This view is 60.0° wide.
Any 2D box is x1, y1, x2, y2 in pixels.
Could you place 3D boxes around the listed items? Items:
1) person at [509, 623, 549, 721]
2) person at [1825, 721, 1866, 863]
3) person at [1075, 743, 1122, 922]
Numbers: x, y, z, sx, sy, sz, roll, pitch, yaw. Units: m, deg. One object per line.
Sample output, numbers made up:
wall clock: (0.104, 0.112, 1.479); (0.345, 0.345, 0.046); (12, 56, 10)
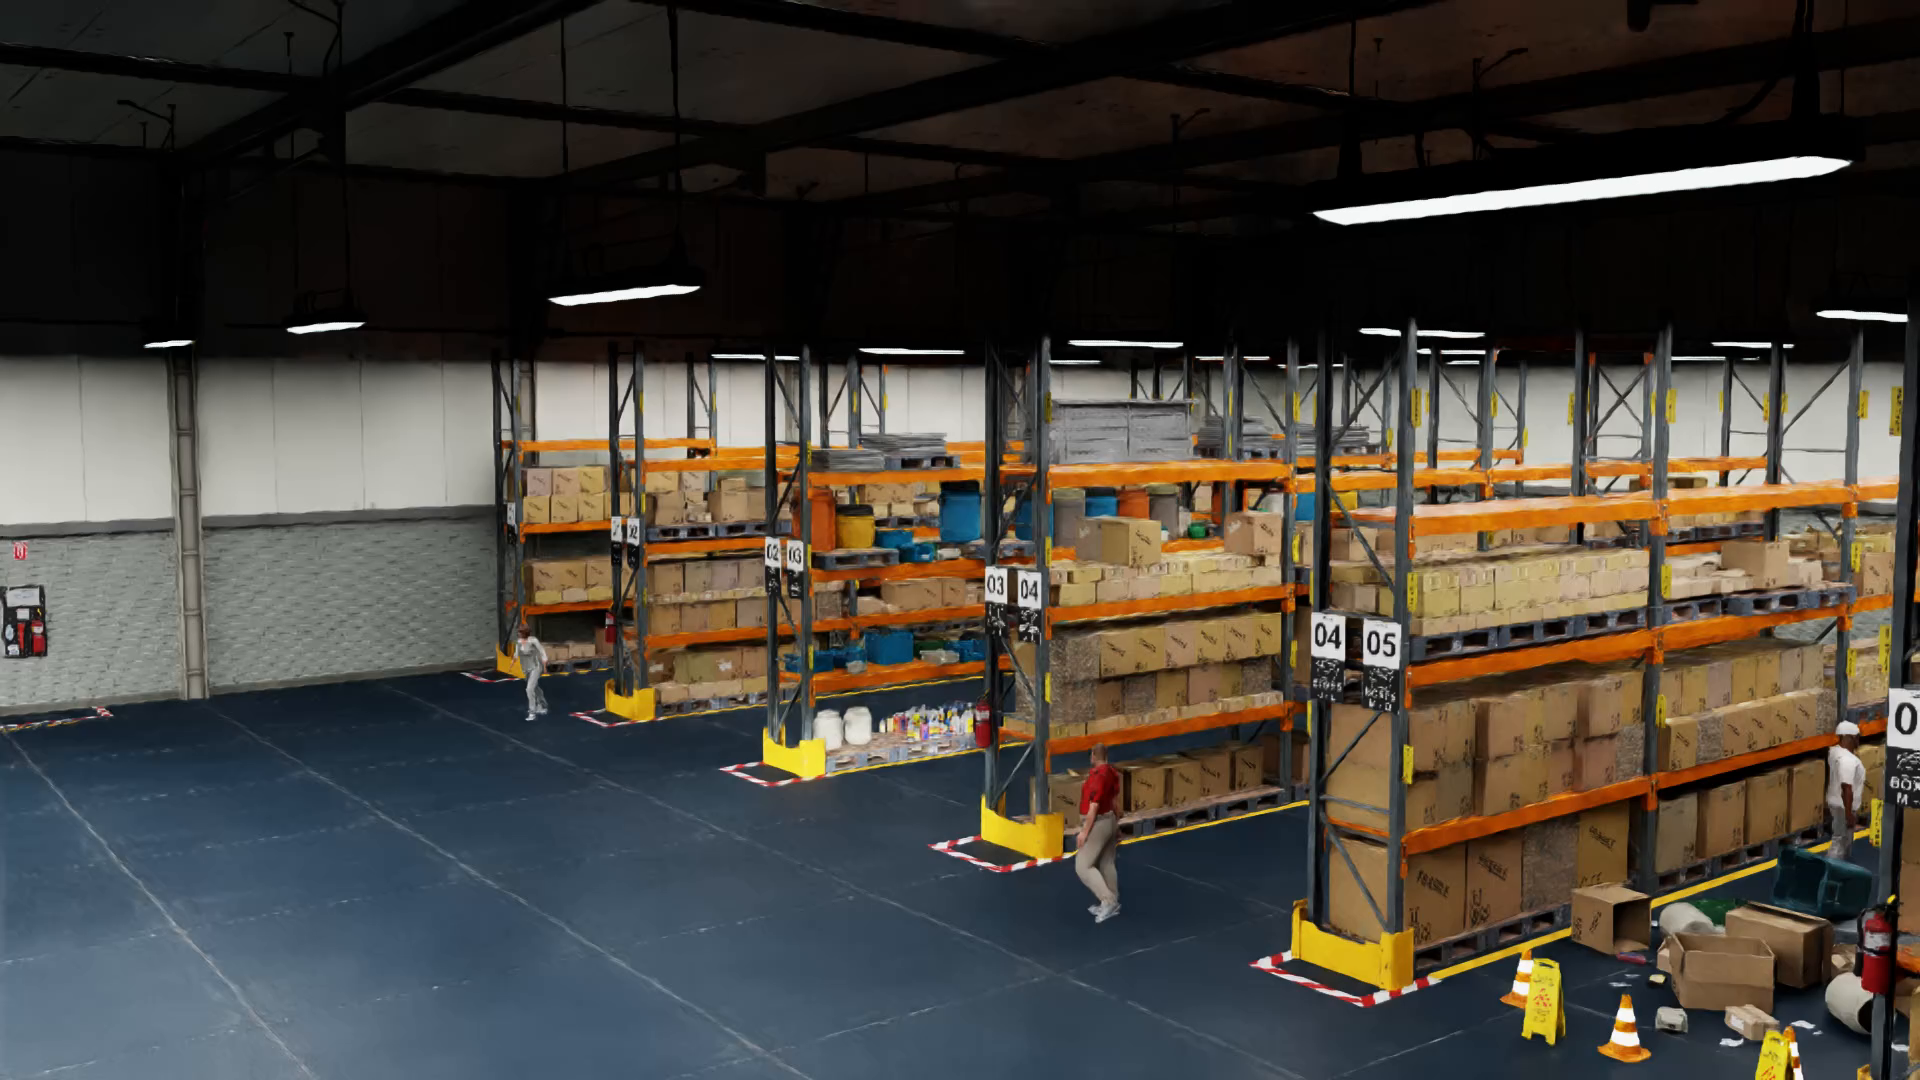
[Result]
person: (-6.804, 2.067, 26.482); (0.569, 1.530, 0.774); (3, 6, 35)
person: (9.215, 2.754, 17.229); (0.452, 1.768, 0.632); (2, 5, 22)
person: (1.395, 2.865, 16.342); (0.503, 1.713, 0.707); (2, 6, 25)
